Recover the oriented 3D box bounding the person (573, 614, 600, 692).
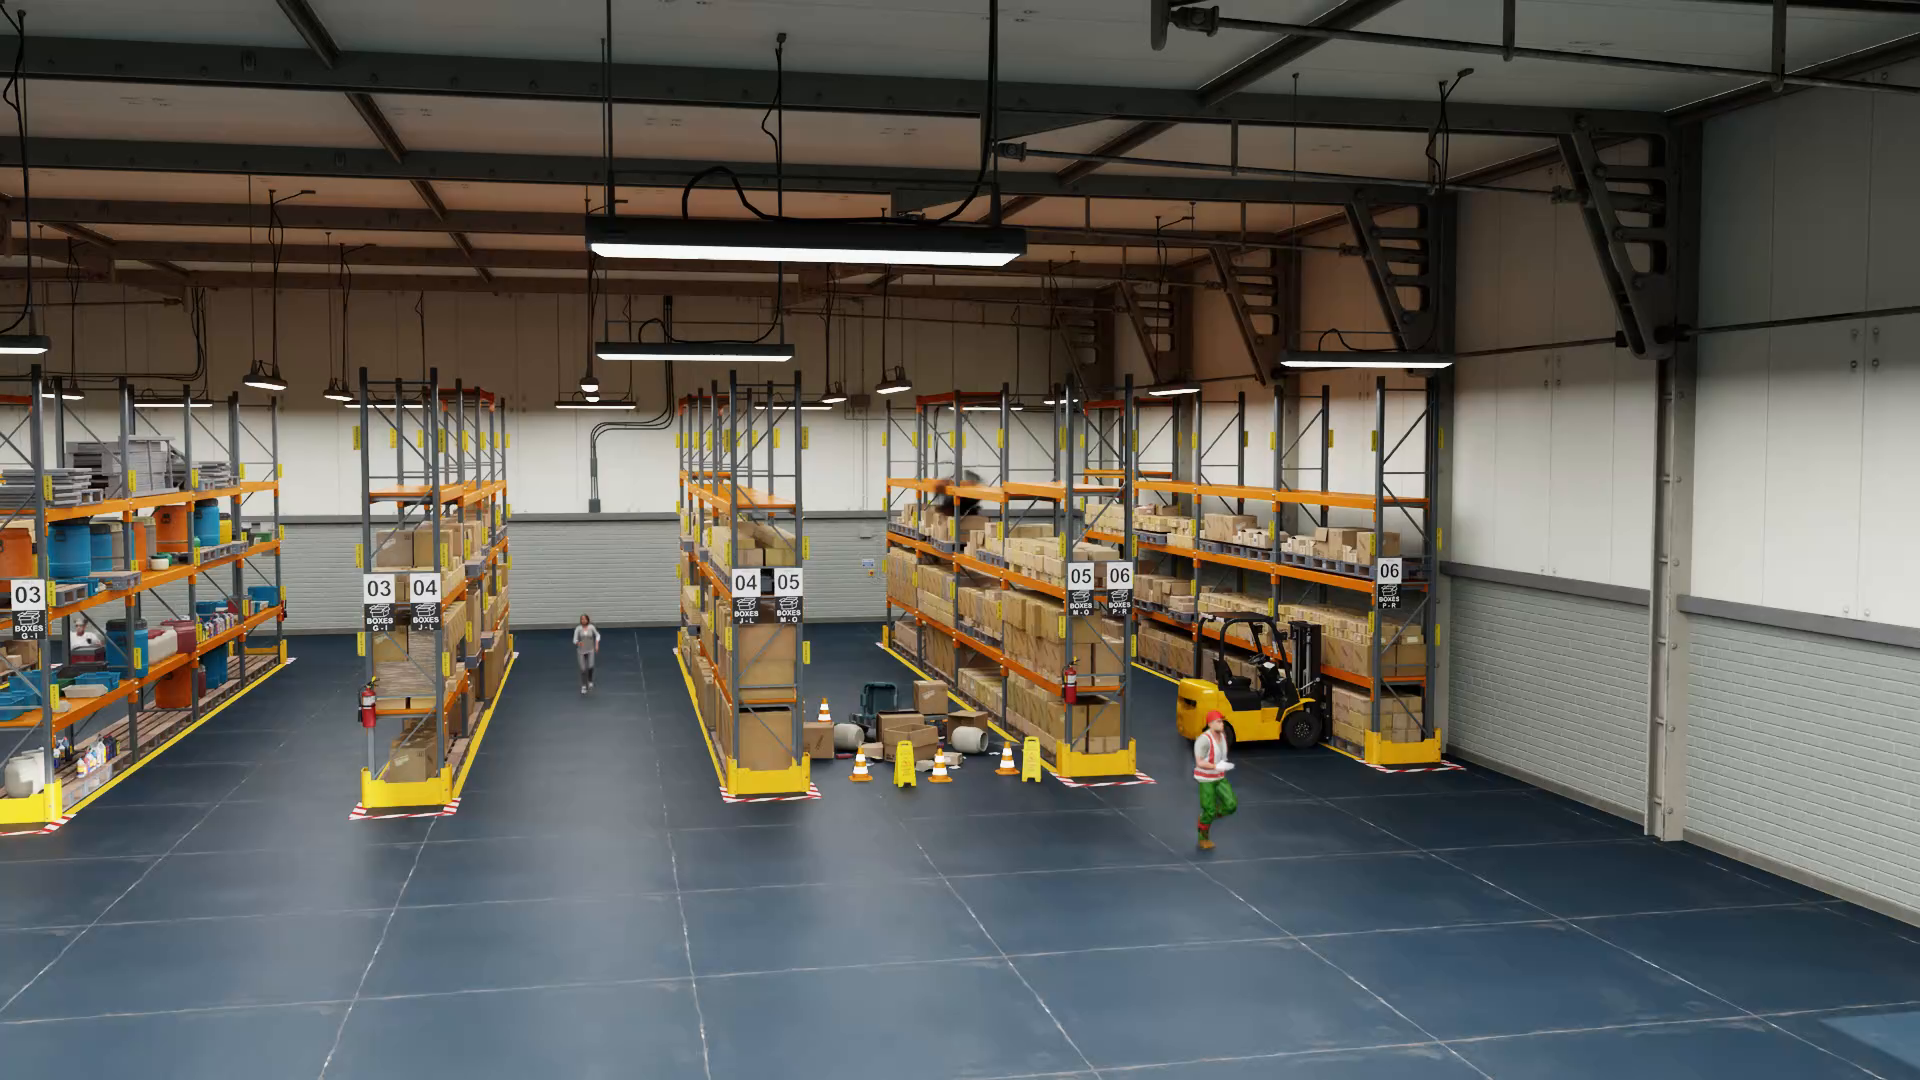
[{"bbox_3d":[-7.395,2.246,32.929,0.518,1.570,0.639,-1,3,-11],"label":"person"}]

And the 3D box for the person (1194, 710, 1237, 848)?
[{"bbox_3d":[3.131,2.922,20.261,0.707,1.728,0.657,-3,5,-41],"label":"person"}]

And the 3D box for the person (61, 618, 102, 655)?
[{"bbox_3d":[-16.191,2.323,30.615,0.633,1.788,1.111,-1,3,-13],"label":"person"}]
